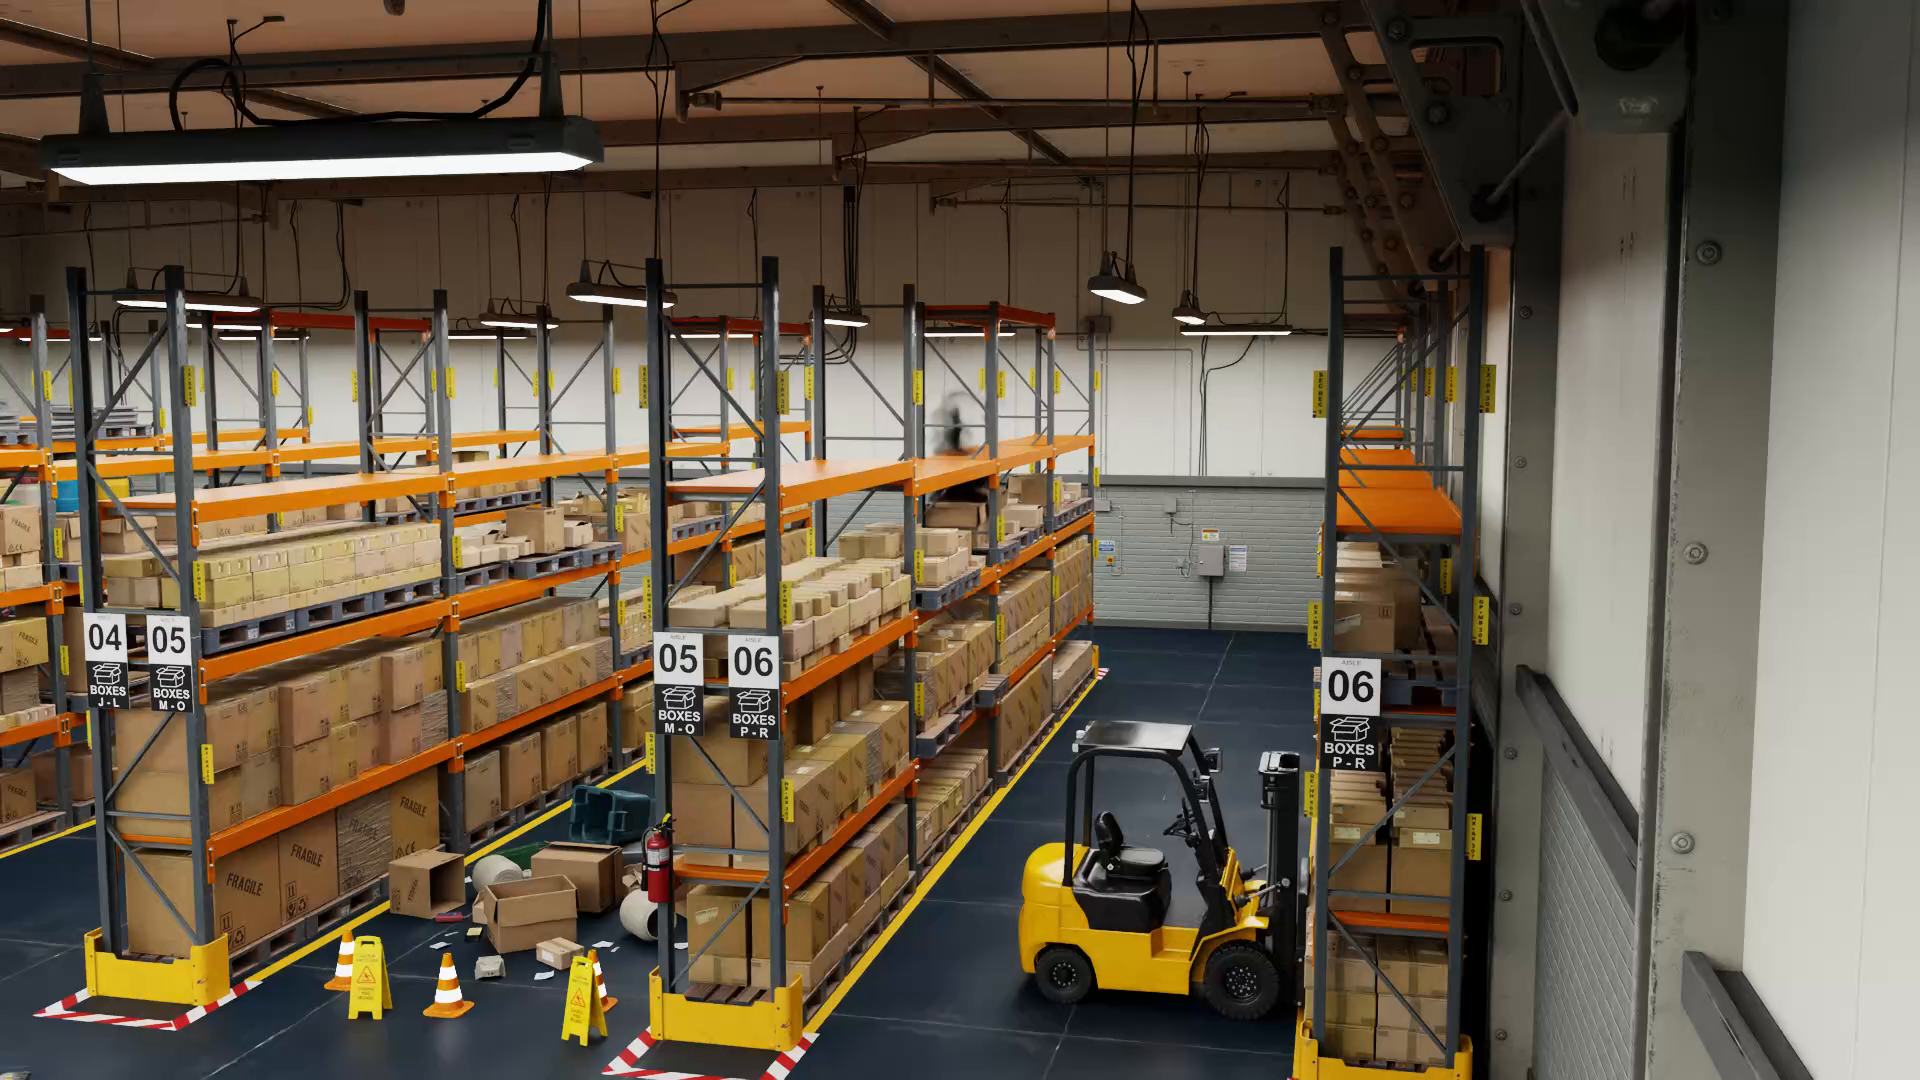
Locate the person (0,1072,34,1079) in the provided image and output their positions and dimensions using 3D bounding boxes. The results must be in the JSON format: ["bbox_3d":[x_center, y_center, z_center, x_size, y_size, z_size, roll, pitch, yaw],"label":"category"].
[{"bbox_3d":[-4.788,3.489,8.456,0.617,1.661,0.729,-5,7,-39],"label":"person"}]
